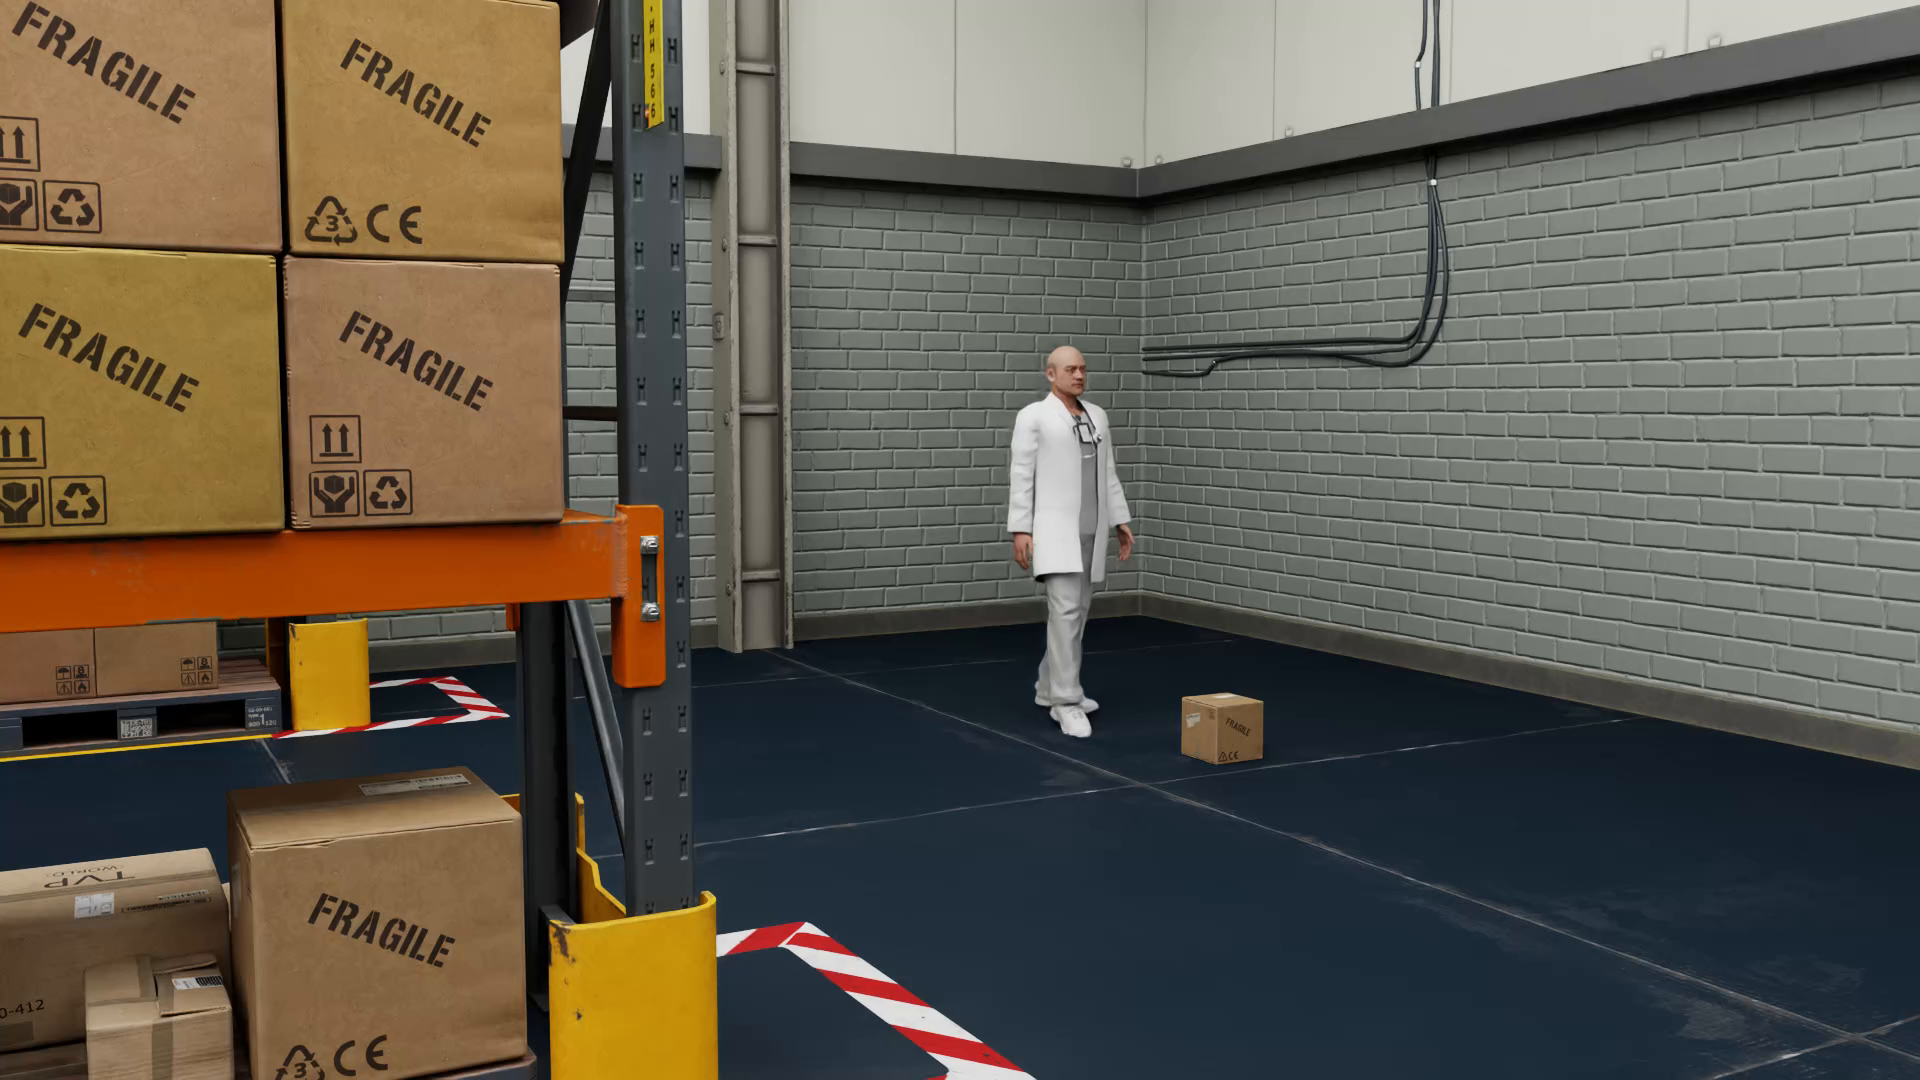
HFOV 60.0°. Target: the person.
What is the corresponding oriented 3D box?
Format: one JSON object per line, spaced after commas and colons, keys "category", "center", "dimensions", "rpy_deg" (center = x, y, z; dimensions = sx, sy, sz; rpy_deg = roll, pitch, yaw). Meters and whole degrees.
{"category": "person", "center": [0.582, -0.019, 7.934], "dimensions": [0.599, 1.804, 0.673], "rpy_deg": [-4, 6, -38]}
